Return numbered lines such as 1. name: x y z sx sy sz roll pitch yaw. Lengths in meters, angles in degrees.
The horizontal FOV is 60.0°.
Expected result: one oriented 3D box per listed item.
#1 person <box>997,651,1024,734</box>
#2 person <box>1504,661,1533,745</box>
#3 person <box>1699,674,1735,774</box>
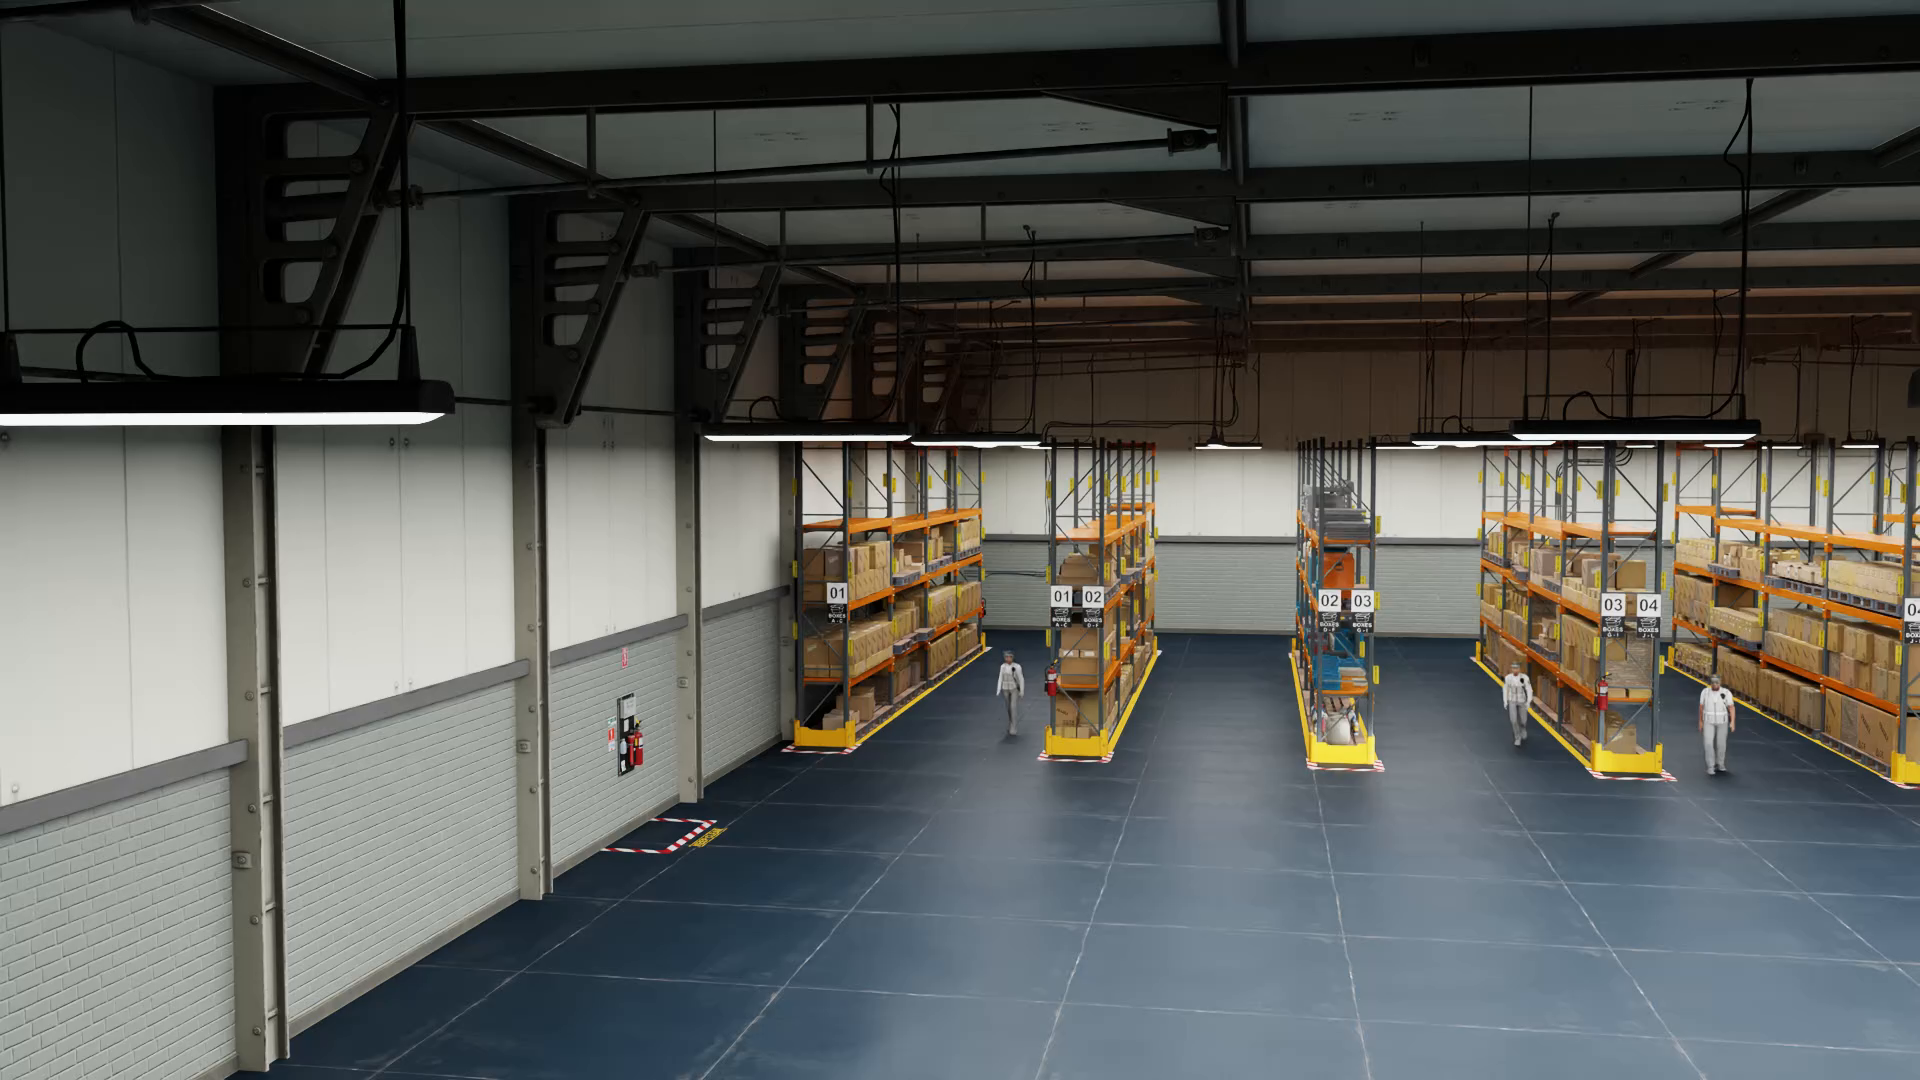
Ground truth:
1. person: 0.994 3.097 33.900 0.558 1.669 0.733 2 3 29
2. person: 10.972 3.178 32.691 0.548 1.644 0.625 1 3 24
3. person: 13.543 3.299 29.748 0.599 1.818 0.571 2 3 27
